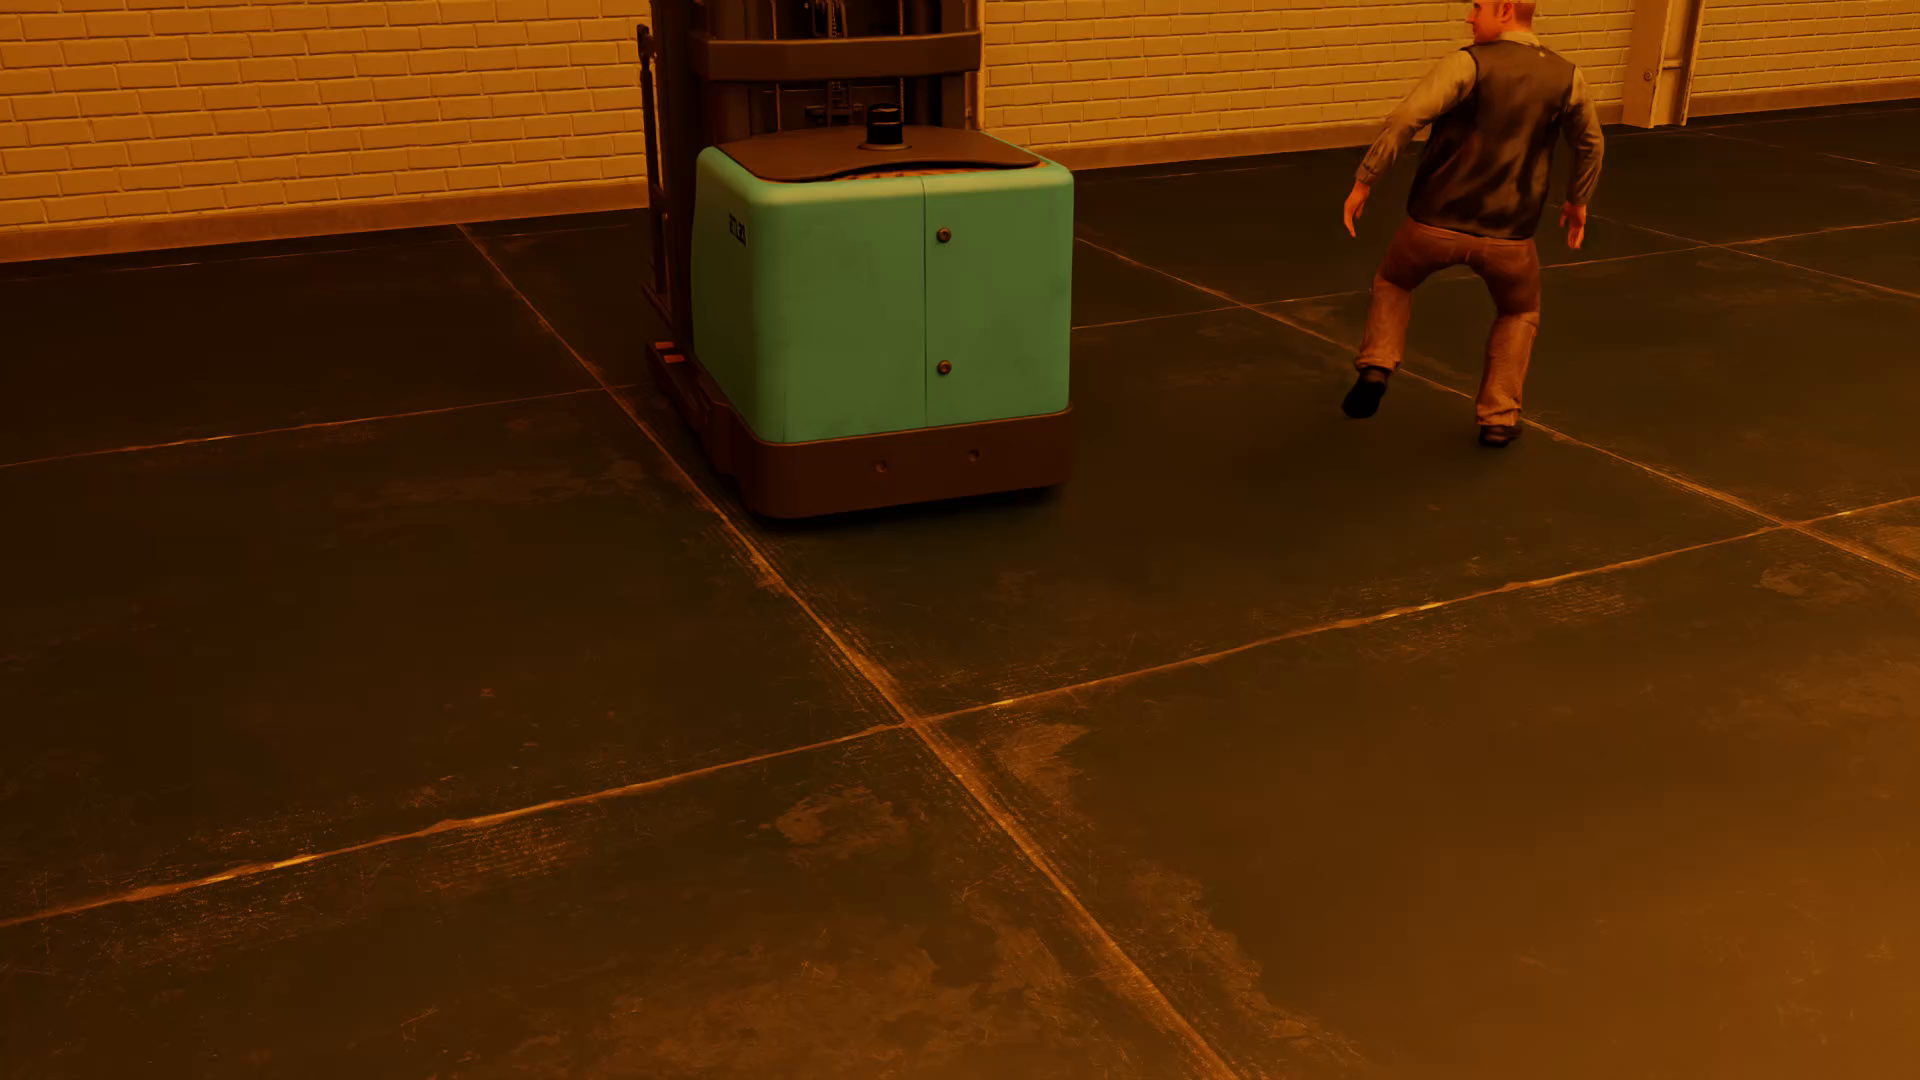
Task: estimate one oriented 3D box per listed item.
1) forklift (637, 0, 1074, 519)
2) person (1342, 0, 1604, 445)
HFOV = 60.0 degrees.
[{"bbox_3d":[-0.609,-1.954,5.989,1.130,2.935,3.031,-8,24,-18],"label":"forklift"},{"bbox_3d":[1.750,-1.110,5.722,0.853,1.614,0.551,4,23,10],"label":"person"}]
